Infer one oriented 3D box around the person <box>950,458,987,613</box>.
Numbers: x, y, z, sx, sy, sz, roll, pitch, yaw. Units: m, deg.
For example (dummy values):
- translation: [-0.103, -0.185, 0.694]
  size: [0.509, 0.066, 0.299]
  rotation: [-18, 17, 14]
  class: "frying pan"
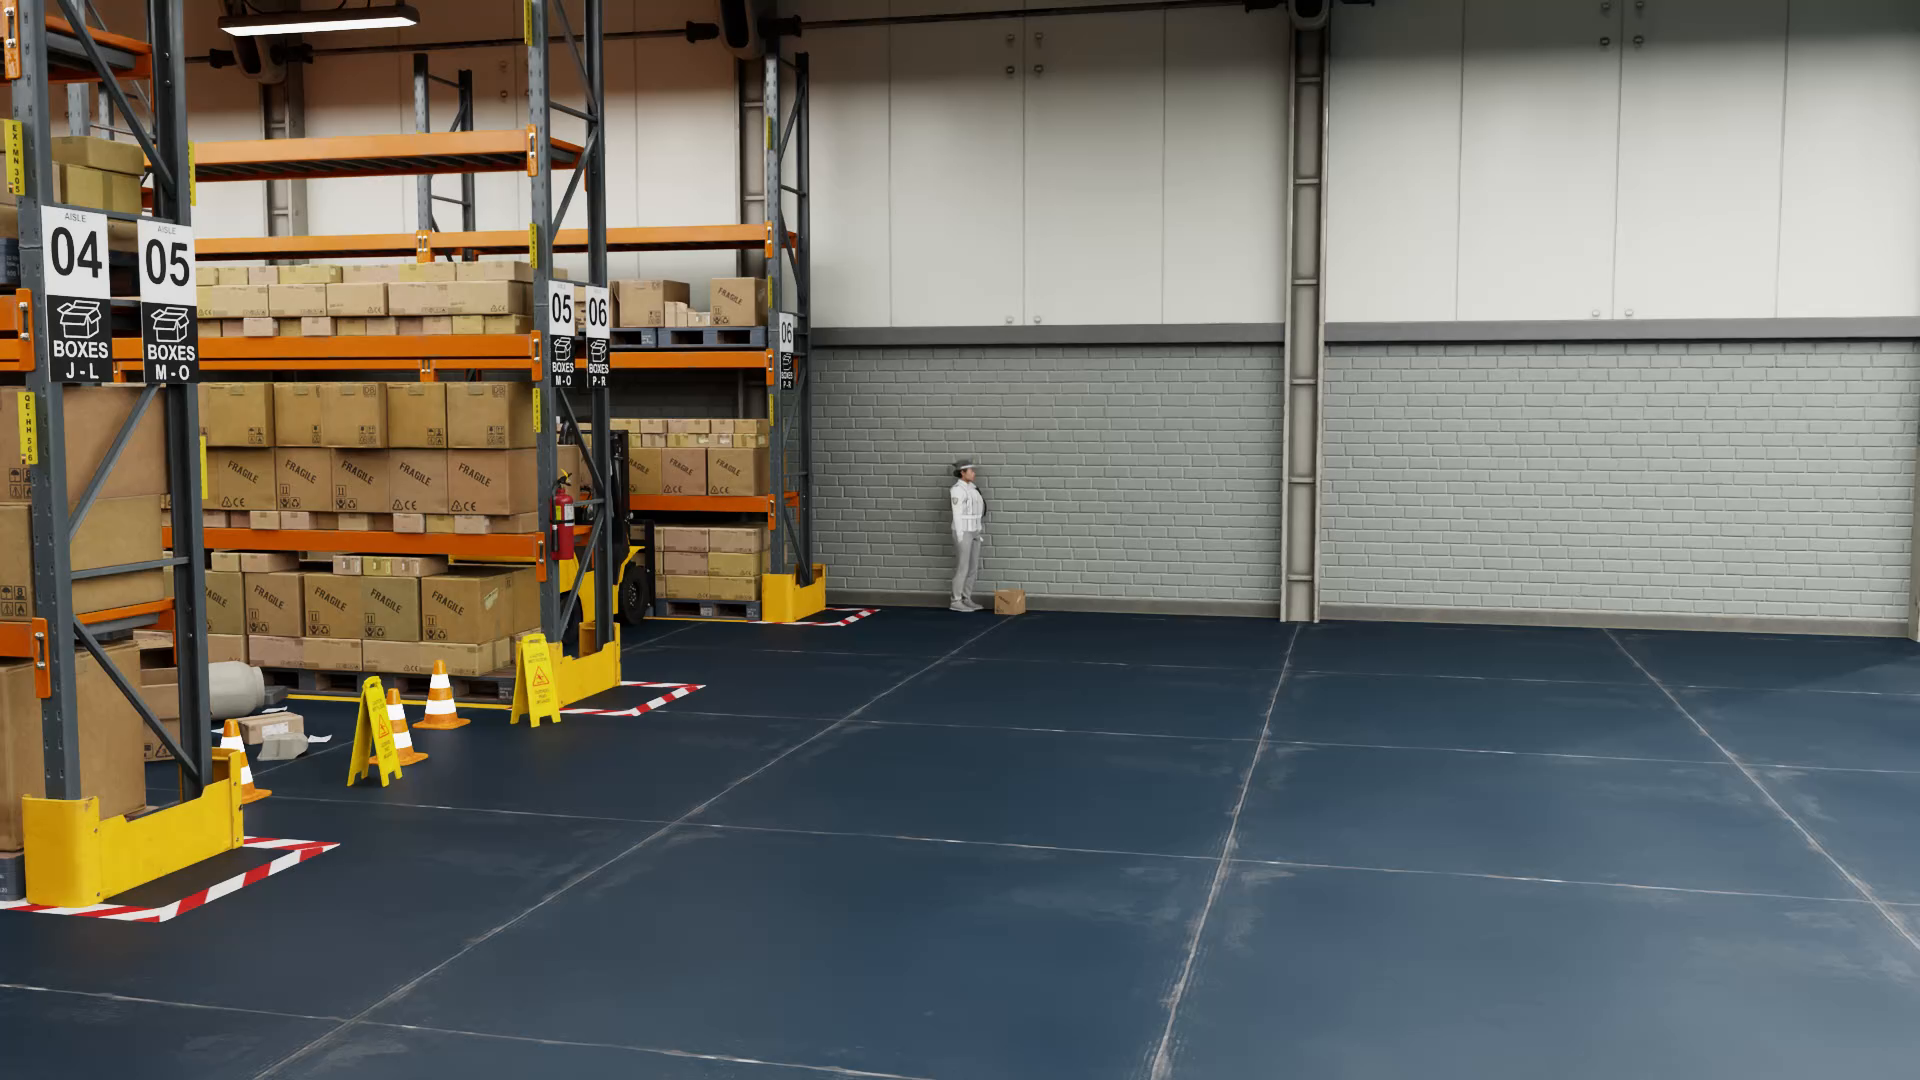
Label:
- translation: [0.085, -0.060, 18.187]
  size: [0.337, 1.676, 0.466]
  rotation: [3, 6, 28]
  class: "person"
